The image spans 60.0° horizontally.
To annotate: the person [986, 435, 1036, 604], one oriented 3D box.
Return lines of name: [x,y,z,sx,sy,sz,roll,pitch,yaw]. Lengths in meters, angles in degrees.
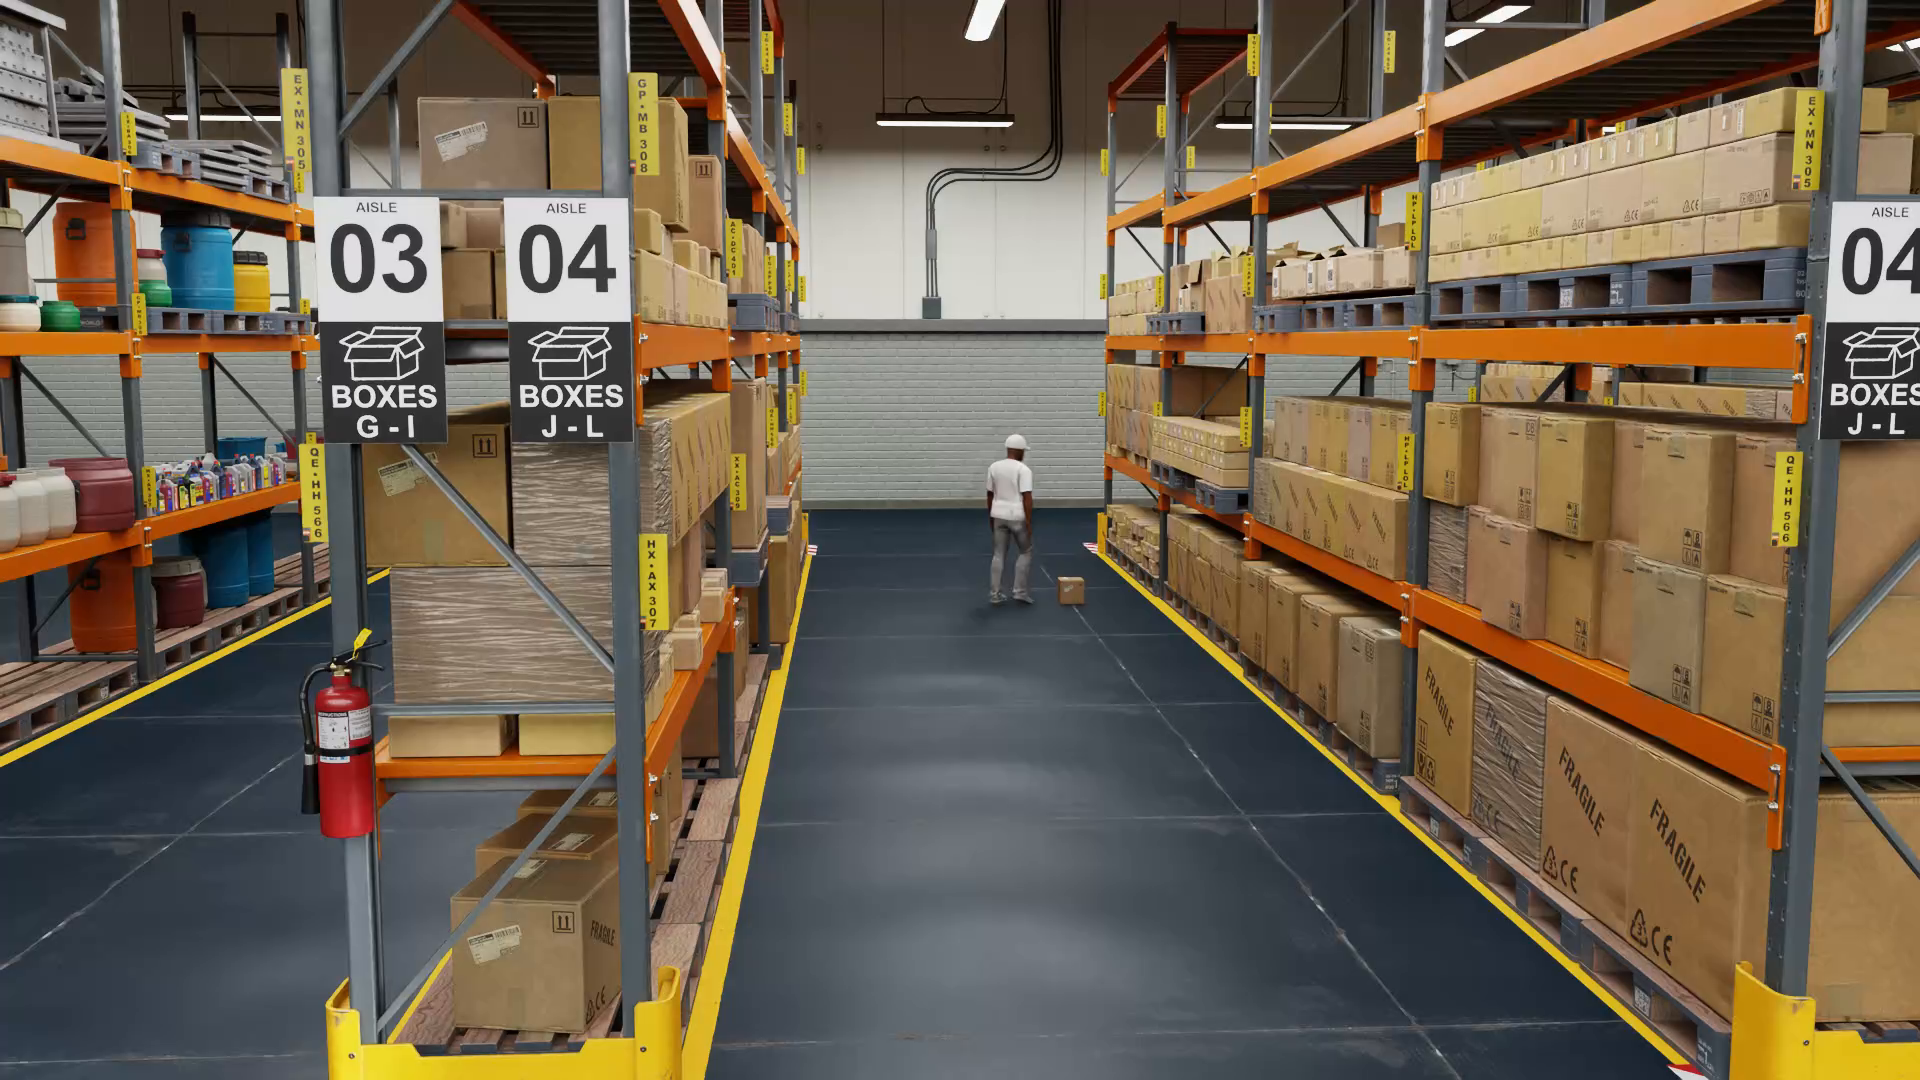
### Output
person: [0.521,-0.190,17.329,0.621,1.810,0.581,4,8,30]
